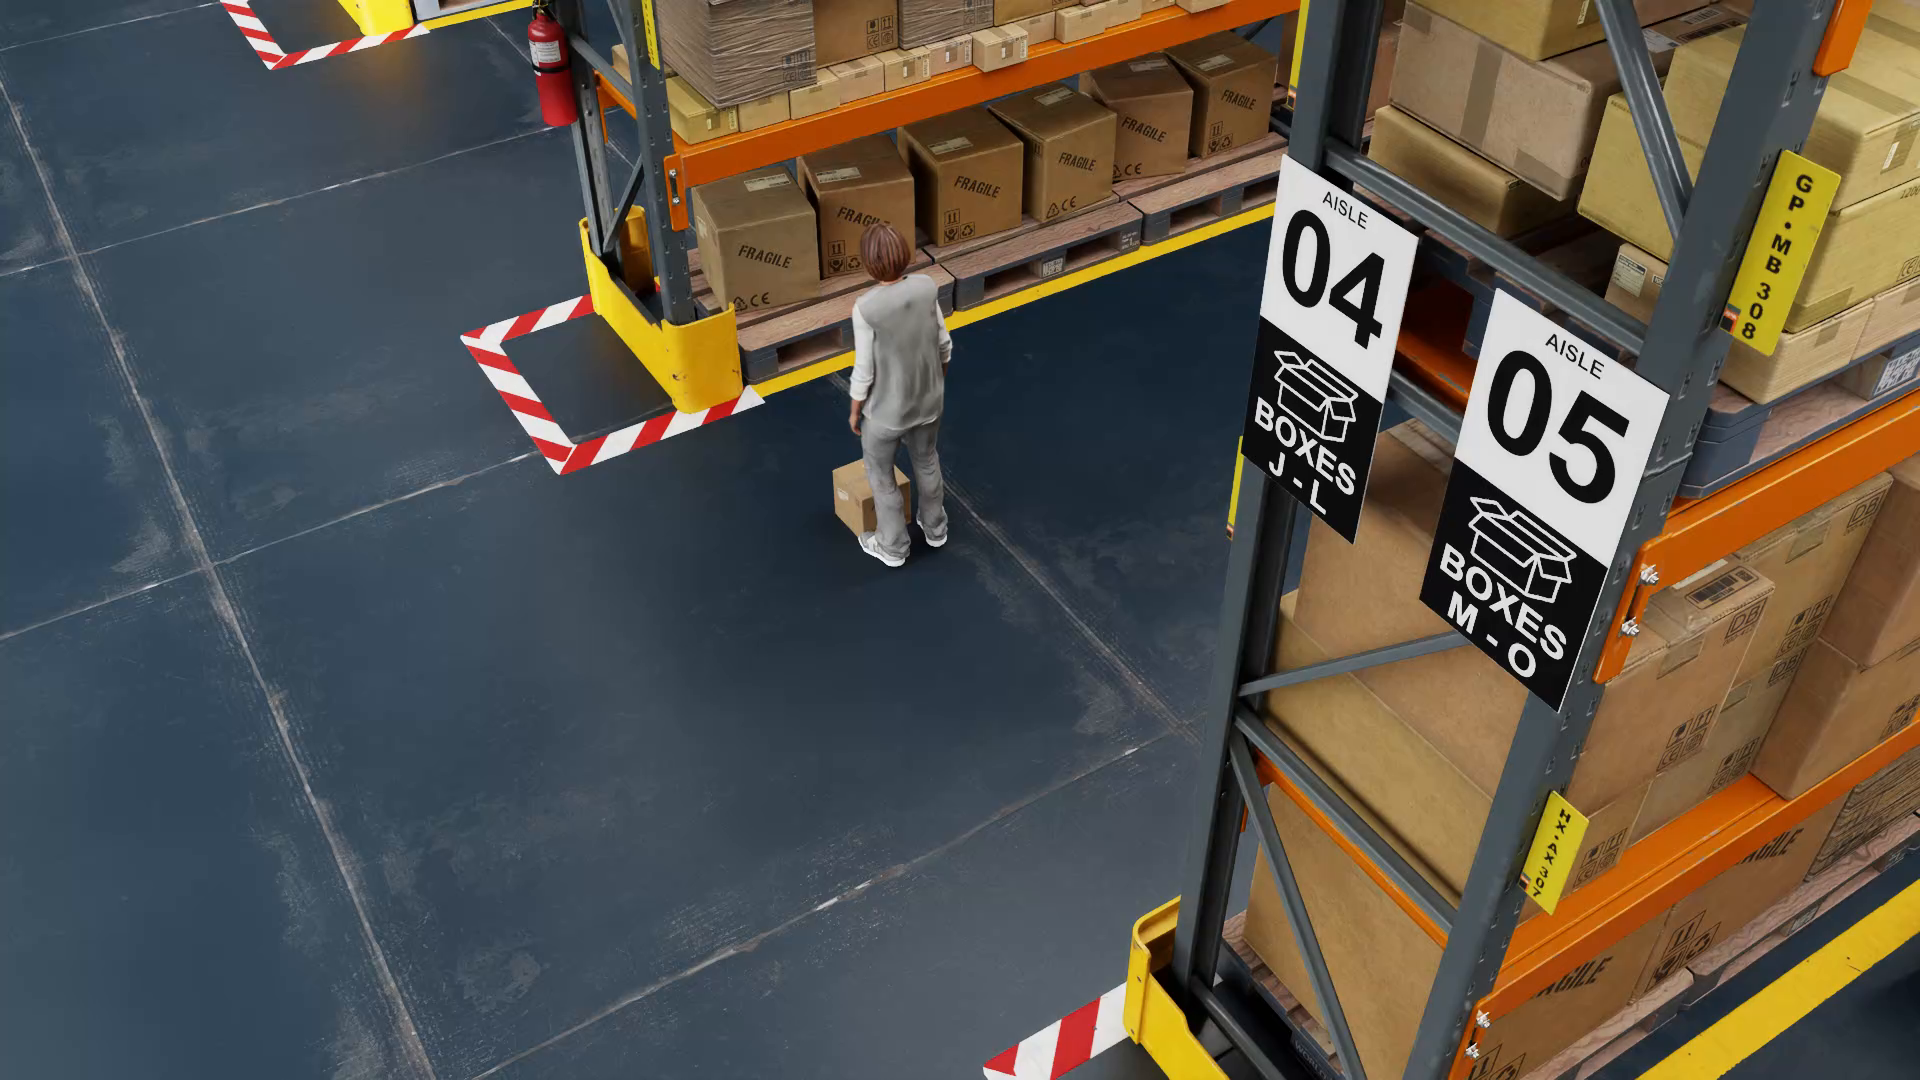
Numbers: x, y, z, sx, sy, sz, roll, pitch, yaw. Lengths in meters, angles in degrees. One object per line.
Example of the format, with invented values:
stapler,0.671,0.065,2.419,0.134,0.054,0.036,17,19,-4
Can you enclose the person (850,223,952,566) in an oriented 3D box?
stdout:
person,-0.247,-0.564,6.808,0.459,1.593,0.347,-23,46,-24
